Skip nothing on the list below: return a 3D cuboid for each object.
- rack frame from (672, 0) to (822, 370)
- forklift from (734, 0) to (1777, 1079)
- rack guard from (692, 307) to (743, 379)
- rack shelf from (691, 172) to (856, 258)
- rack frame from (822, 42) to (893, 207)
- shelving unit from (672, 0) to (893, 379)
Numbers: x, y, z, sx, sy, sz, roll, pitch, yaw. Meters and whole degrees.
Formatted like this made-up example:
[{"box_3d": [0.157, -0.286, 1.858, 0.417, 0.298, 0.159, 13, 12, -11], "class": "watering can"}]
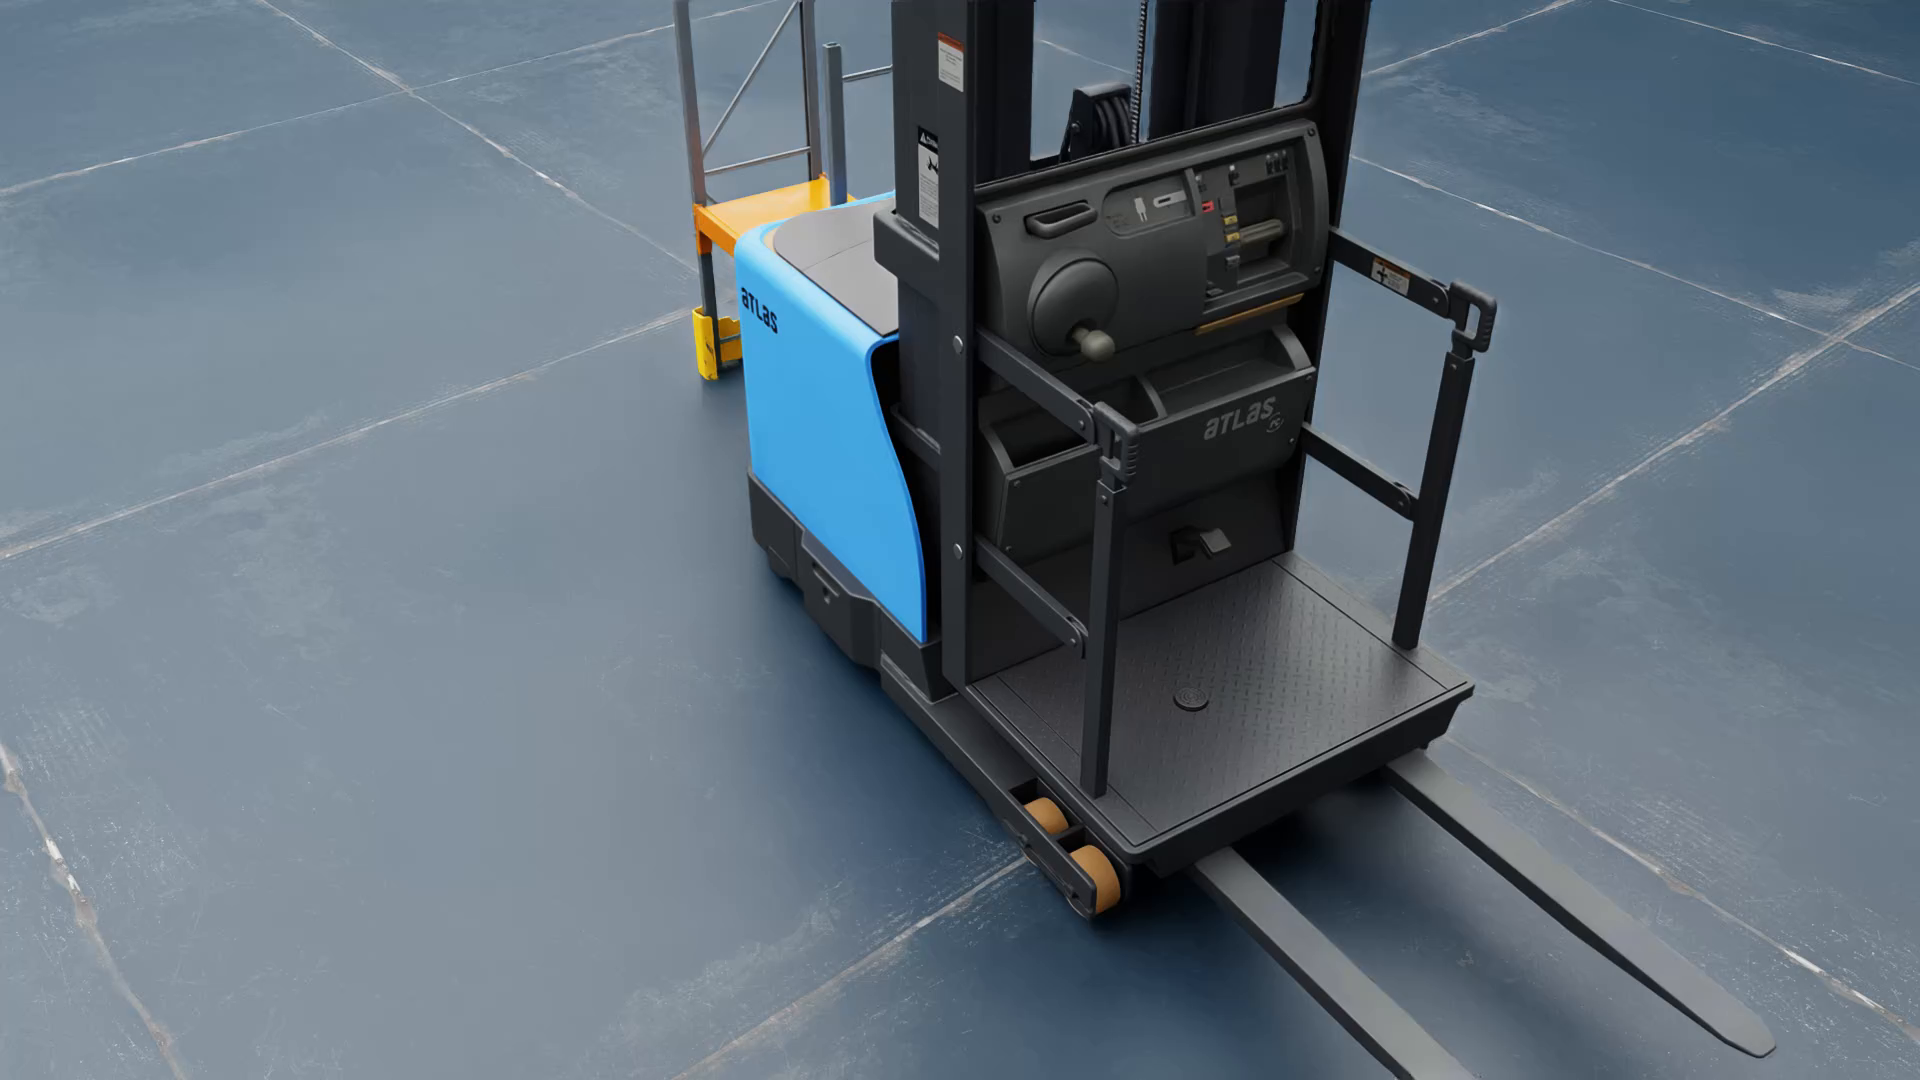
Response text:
[{"box_3d": [-0.712, -1.317, 5.813, 0.500, 1.500, 0.032, -20, 40, -26], "class": "rack frame"}, {"box_3d": [0.576, -0.611, 3.577, 1.130, 2.935, 3.031, -20, 40, -26], "class": "forklift"}, {"box_3d": [-0.701, -0.798, 6.160, 0.587, 0.250, 0.087, -20, 40, -26], "class": "rack guard"}, {"box_3d": [-0.436, -0.924, 5.568, 0.538, 0.185, 1.000, -20, 40, -26], "class": "rack shelf"}, {"box_3d": [-0.161, -0.823, 5.115, 0.500, 1.500, 0.032, -20, 40, -26], "class": "rack frame"}, {"box_3d": [-0.432, -1.066, 5.457, 0.587, 1.500, 1.083, -20, 40, -26], "class": "shelving unit"}]
